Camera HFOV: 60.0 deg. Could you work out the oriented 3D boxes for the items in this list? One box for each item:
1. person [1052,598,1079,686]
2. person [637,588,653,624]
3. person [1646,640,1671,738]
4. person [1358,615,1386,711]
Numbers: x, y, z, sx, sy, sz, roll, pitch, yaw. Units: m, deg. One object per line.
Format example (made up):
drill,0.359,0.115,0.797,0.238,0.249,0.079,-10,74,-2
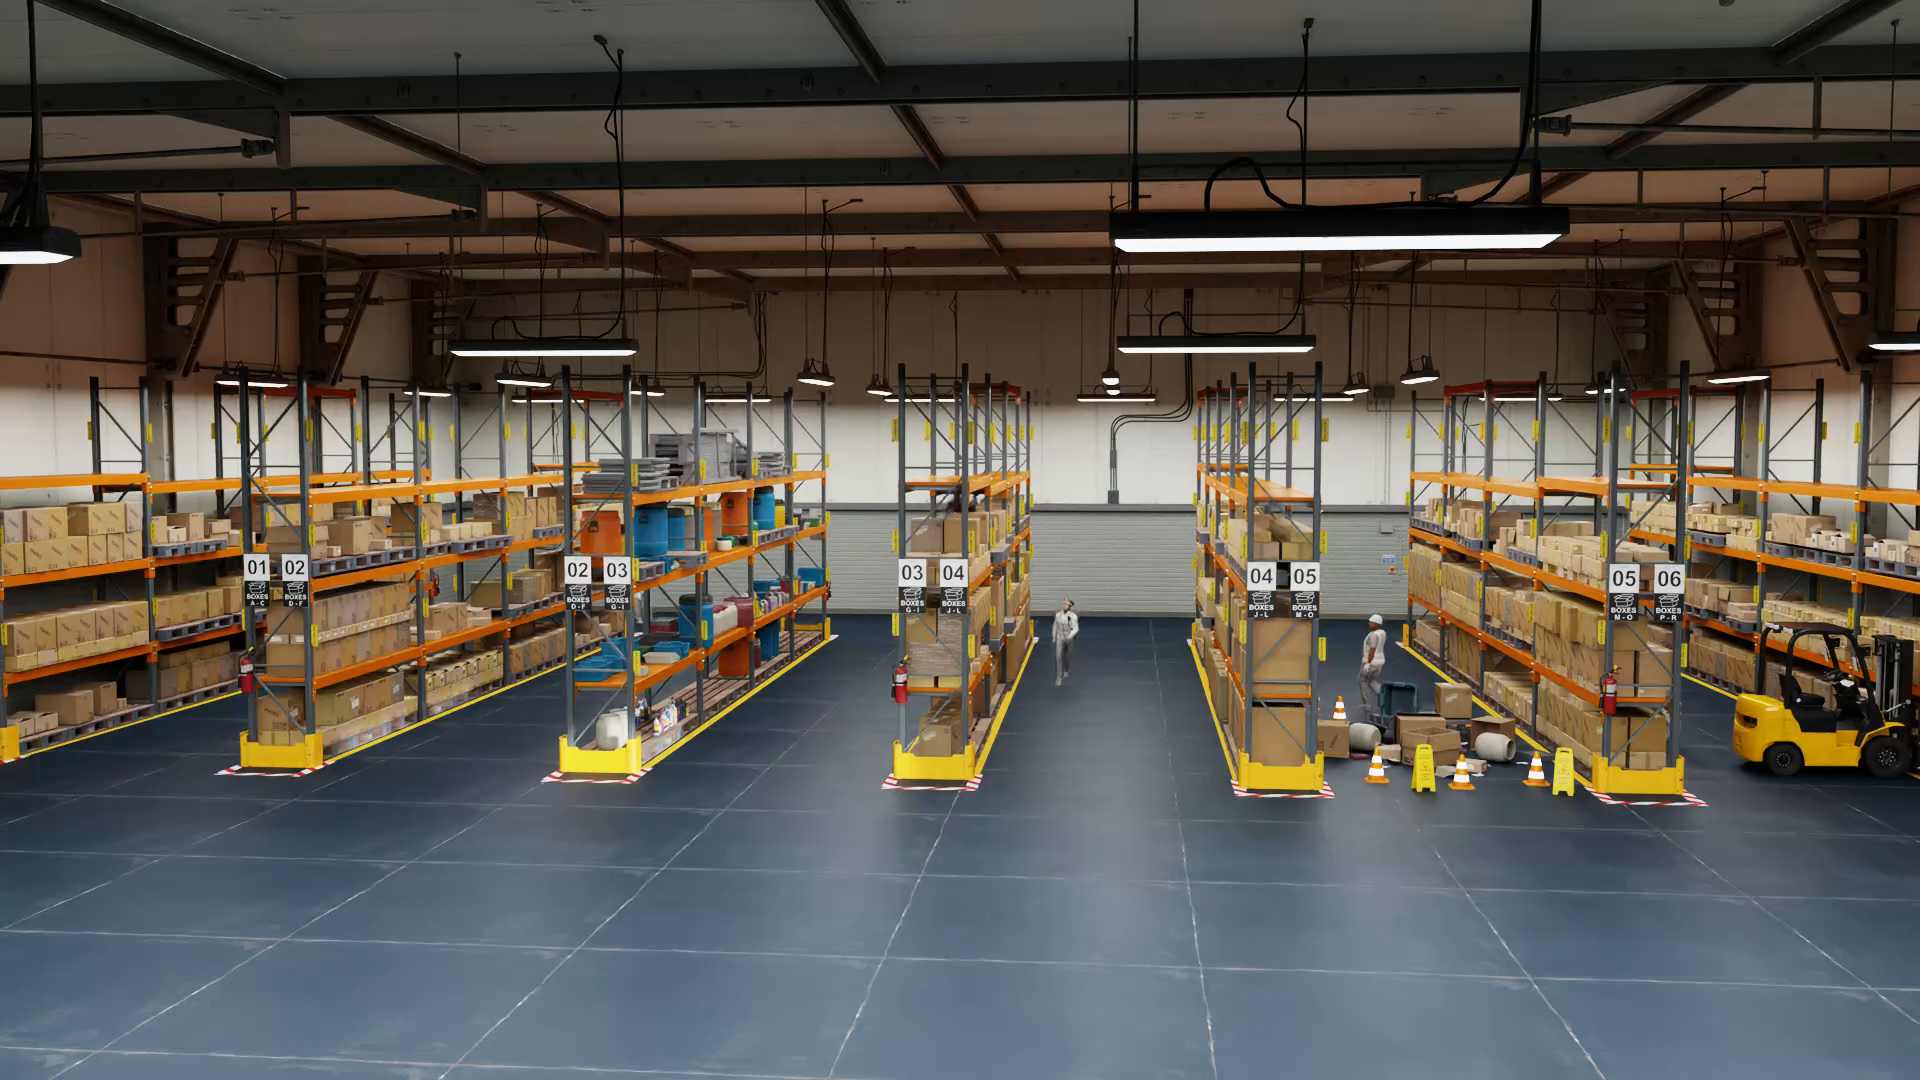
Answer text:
person,2.079,1.976,32.826,0.534,1.681,0.948,0,4,7
person,-8.200,1.391,43.207,0.526,1.620,0.993,-2,4,-25
person,11.423,2.447,27.300,0.484,1.633,0.610,-2,4,-28
person,7.422,2.226,30.029,0.590,1.764,0.547,-3,4,-35
